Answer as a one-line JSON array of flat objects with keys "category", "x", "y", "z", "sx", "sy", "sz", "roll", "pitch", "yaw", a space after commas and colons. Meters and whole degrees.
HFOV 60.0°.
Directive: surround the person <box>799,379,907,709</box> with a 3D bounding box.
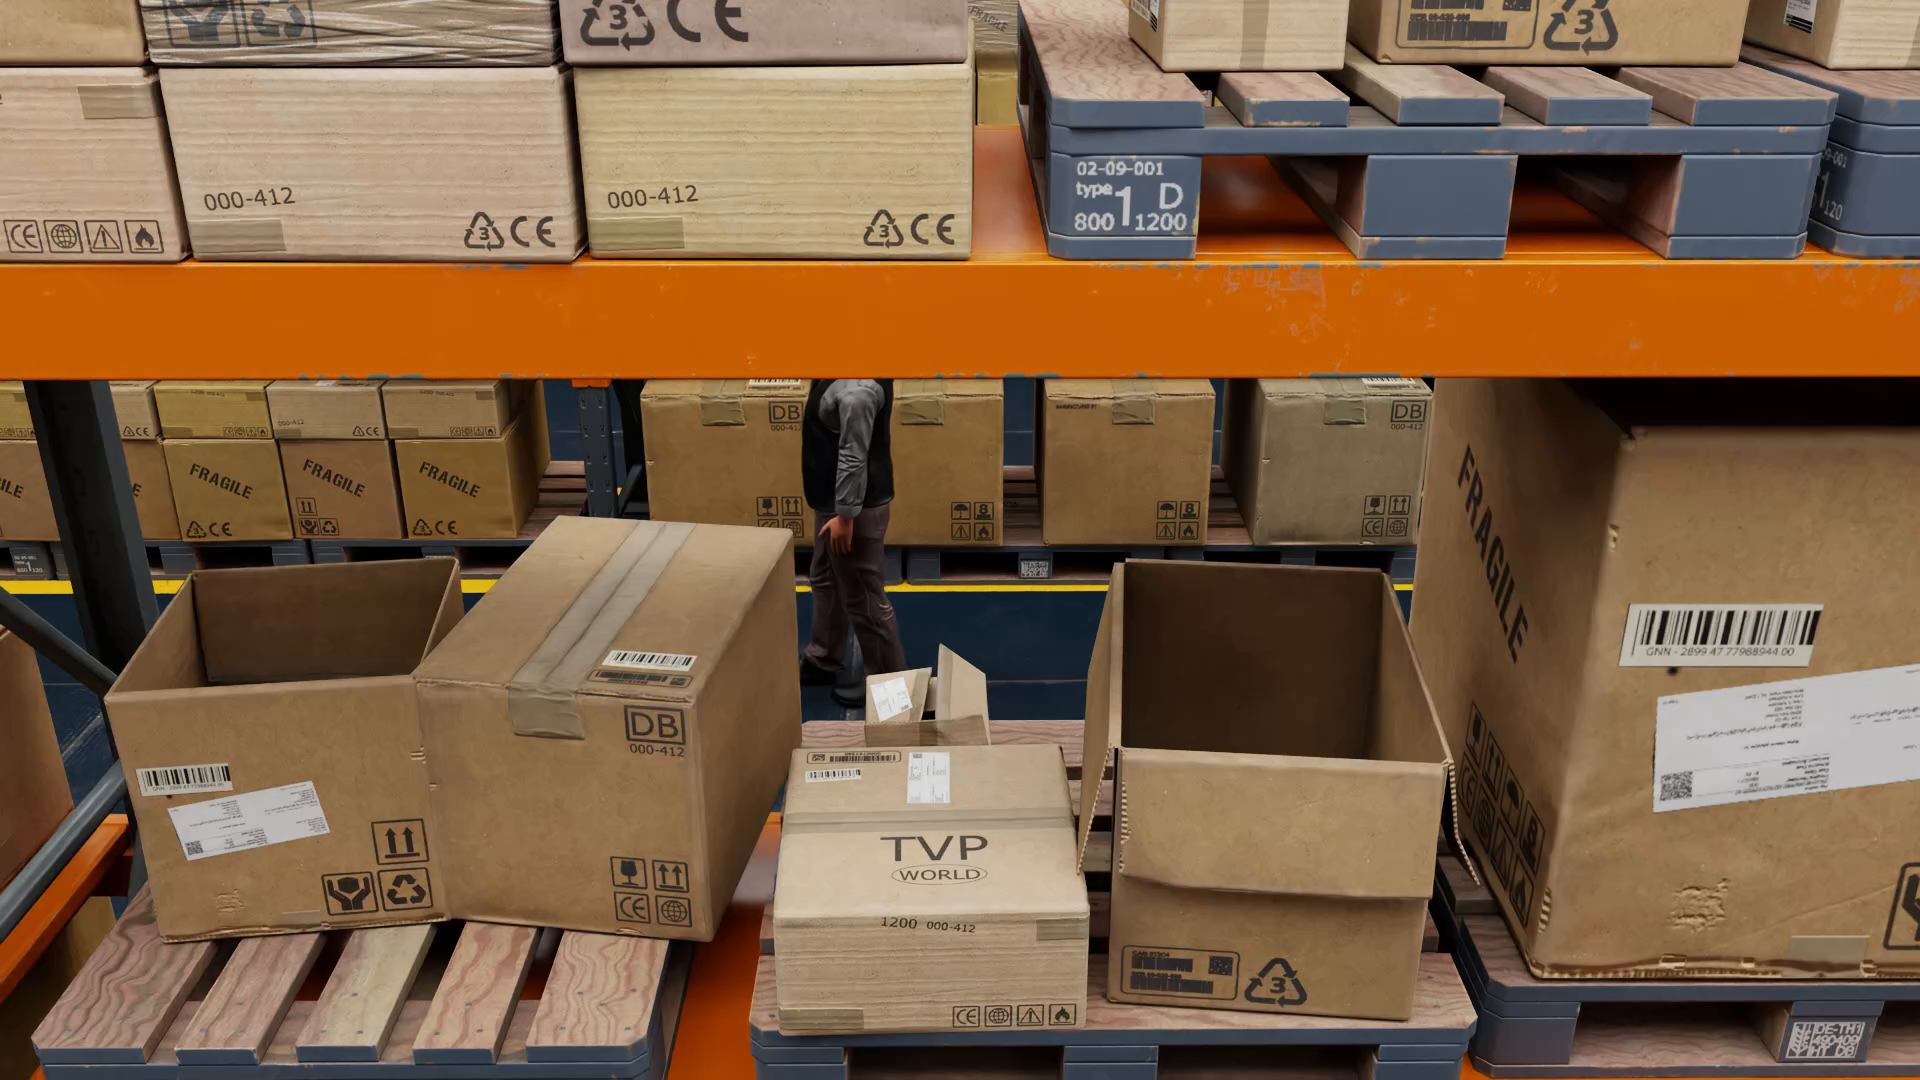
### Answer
[{"category": "person", "x": -0.495, "y": -0.144, "z": 6.473, "sx": 0.566, "sy": 1.727, "sz": 0.535, "roll": 0, "pitch": 24, "yaw": -1}]
